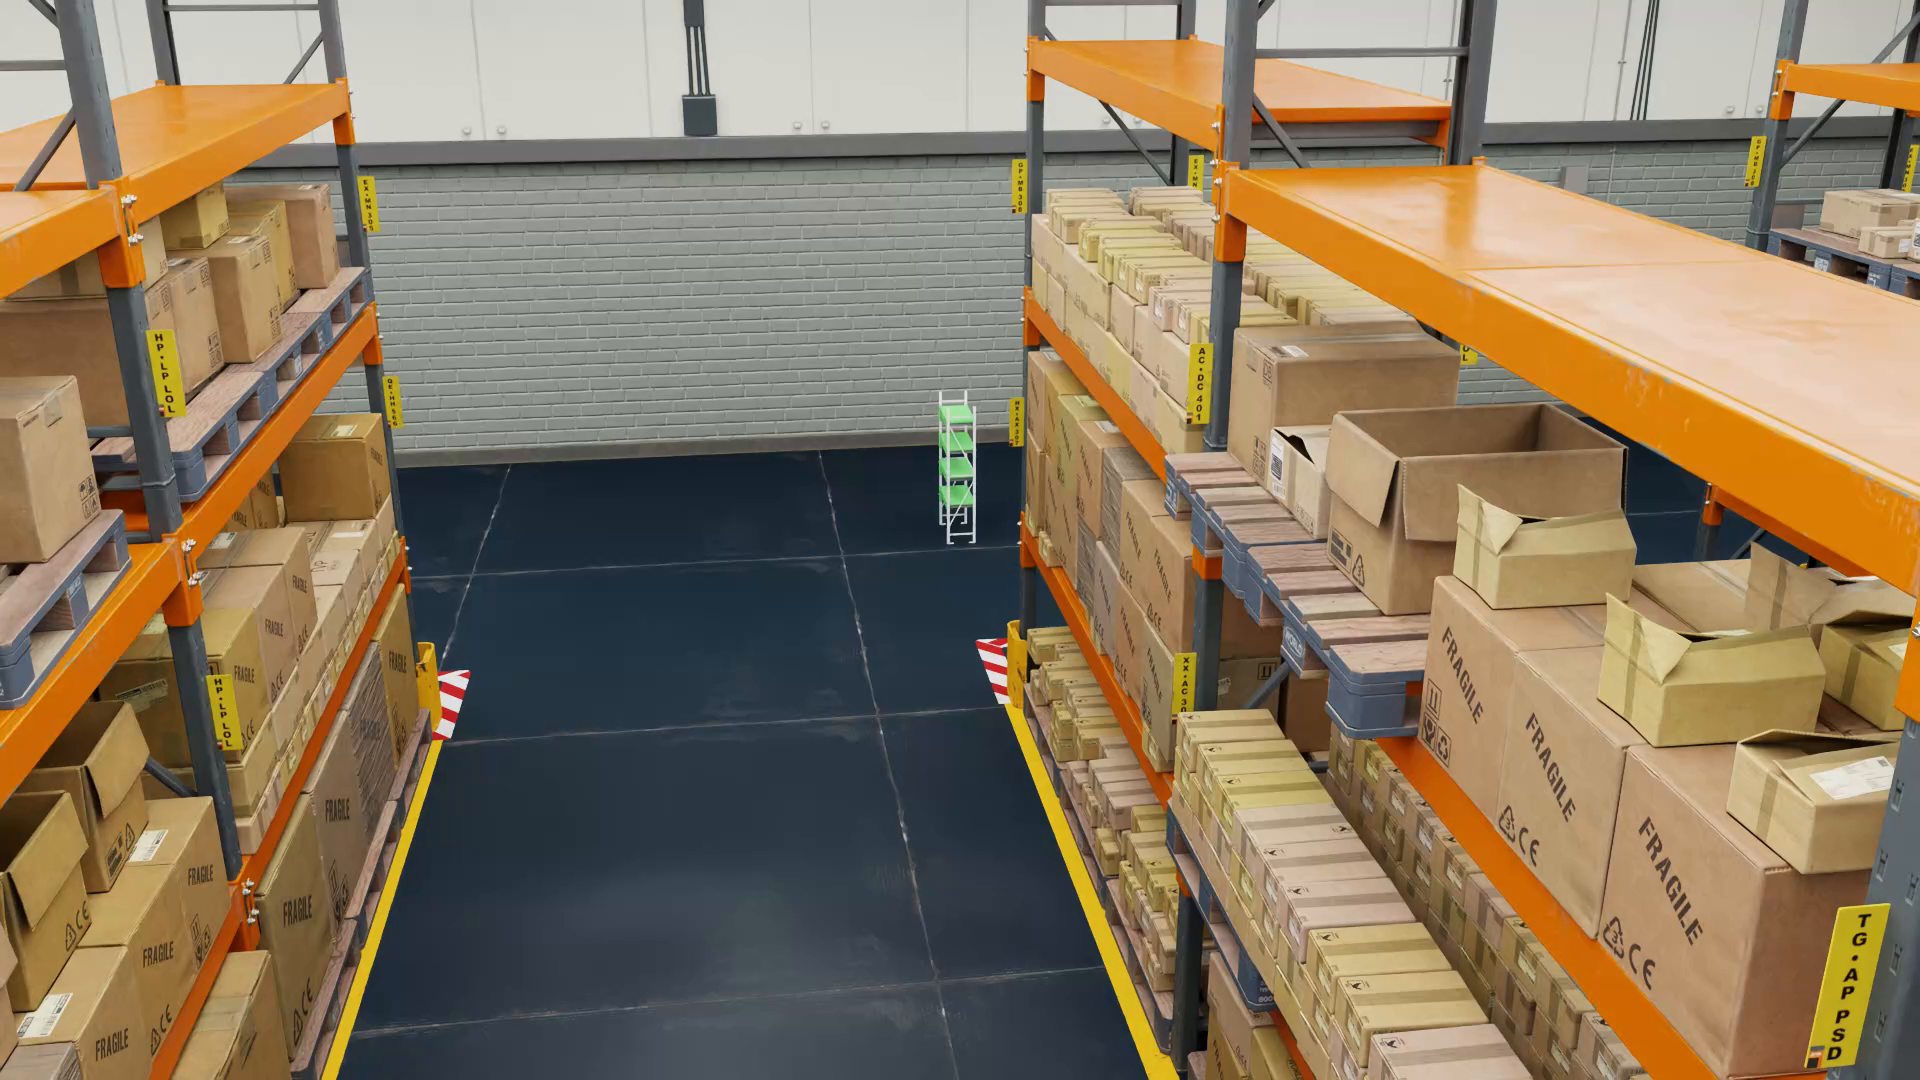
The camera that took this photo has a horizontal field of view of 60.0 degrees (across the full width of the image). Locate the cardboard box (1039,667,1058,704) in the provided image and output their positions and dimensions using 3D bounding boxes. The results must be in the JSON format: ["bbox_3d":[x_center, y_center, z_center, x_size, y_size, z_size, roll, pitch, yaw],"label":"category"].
[{"bbox_3d":[0.712,0.909,10.544,0.380,0.149,0.250,-3,21,-8],"label":"cardboard box"}]

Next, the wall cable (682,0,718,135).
[{"bbox_3d":[-1.421,-6.616,14.471,2.277,5.999,0.120,-3,21,-8],"label":"wall cable"}]

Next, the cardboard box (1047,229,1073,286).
[{"bbox_3d":[0.789,-1.605,9.440,0.500,0.250,0.500,-3,21,-8],"label":"cardboard box"}]

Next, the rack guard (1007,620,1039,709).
[{"bbox_3d":[0.917,0.815,11.319,1.175,0.500,0.348,-3,21,-8],"label":"rack guard"}]

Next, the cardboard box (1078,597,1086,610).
[{"bbox_3d":[0.888,0.311,9.455,0.380,0.149,0.250,-3,21,-9],"label":"cardboard box"}]

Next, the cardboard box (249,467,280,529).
[{"bbox_3d":[-4.142,-0.234,9.274,0.500,0.500,0.500,-3,21,-9],"label":"cardboard box"}]

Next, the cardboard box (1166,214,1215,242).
[{"bbox_3d":[1.344,-1.682,9.075,0.380,0.149,0.250,-3,21,-9],"label":"cardboard box"}]

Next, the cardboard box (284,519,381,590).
[{"bbox_3d":[-3.611,0.094,9.467,0.500,0.250,0.500,-3,21,-9],"label":"cardboard box"}]

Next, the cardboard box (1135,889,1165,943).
[{"bbox_3d":[1.072,1.816,8.116,0.380,0.149,0.250,-4,21,-10],"label":"cardboard box"}]

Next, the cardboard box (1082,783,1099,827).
[{"bbox_3d":[0.901,1.489,9.416,0.380,0.149,0.250,-3,21,-8],"label":"cardboard box"}]

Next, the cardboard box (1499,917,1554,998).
[{"bbox_3d":[1.961,1.319,5.307,0.380,0.149,0.250,-3,21,-9],"label":"cardboard box"}]

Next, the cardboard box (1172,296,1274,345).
[{"bbox_3d":[1.119,-0.939,7.085,0.380,0.149,0.250,-2,21,-6],"label":"cardboard box"}]

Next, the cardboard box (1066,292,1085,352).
[{"bbox_3d":[0.877,-1.188,9.038,0.500,0.250,0.500,-4,21,-10],"label":"cardboard box"}]

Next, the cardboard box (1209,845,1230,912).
[{"bbox_3d":[1.163,1.266,6.299,0.380,0.149,0.250,-3,21,-7],"label":"cardboard box"}]

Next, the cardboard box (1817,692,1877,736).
[{"bbox_3d":[2.161,0.552,4.022,0.500,0.500,0.500,-3,21,-8],"label":"cardboard box"}]

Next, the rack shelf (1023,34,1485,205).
[{"bbox_3d":[1.195,-2.161,8.175,1.077,0.370,4.000,-3,21,-8],"label":"rack shelf"}]

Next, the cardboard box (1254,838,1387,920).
[{"bbox_3d":[1.236,1.165,5.719,0.380,0.149,0.250,-3,21,-8],"label":"cardboard box"}]

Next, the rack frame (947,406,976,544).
[{"bbox_3d":[0.011,-0.535,13.933,0.240,1.200,0.015,-3,21,-8],"label":"rack frame"}]

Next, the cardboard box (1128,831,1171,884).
[{"bbox_3d":[1.055,1.581,8.321,0.380,0.149,0.250,-3,21,-8],"label":"cardboard box"}]

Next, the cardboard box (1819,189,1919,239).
[{"bbox_3d":[5.944,-2.094,10.720,0.500,0.250,0.500,-5,21,-13],"label":"cardboard box"}]

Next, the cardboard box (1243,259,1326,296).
[{"bbox_3d":[1.532,-1.227,7.856,0.380,0.149,0.250,-4,21,-9],"label":"cardboard box"}]

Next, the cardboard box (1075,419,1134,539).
[{"bbox_3d":[0.917,-0.336,8.832,0.500,0.500,0.500,-4,21,-9],"label":"cardboard box"}]

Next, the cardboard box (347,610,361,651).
[{"bbox_3d":[-3.453,0.501,8.947,0.380,0.149,0.250,-3,21,-8],"label":"cardboard box"}]

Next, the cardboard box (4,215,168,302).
[{"bbox_3d":[-3.569,-1.155,6.776,0.500,0.250,0.500,-4,21,-11],"label":"cardboard box"}]

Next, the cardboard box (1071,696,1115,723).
[{"bbox_3d":[0.862,1.038,9.775,0.380,0.149,0.250,-2,21,-6],"label":"cardboard box"}]

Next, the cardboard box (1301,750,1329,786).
[{"bbox_3d":[1.766,1.006,7.595,0.380,0.149,0.250,-2,21,-6],"label":"cardboard box"}]

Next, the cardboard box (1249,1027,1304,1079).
[{"bbox_3d":[1.407,2.079,6.263,0.500,0.250,0.500,-2,21,-6],"label":"cardboard box"}]

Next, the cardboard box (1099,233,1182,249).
[{"bbox_3d":[0.922,-1.475,8.521,0.380,0.149,0.250,-2,21,-6],"label":"cardboard box"}]

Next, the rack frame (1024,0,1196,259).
[{"bbox_3d":[0.906,-3.192,9.902,1.000,3.000,0.127,-3,21,-8],"label":"rack frame"}]

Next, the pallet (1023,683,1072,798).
[{"bbox_3d":[0.999,1.234,10.612,1.003,0.211,1.213,-3,21,-8],"label":"pallet"}]

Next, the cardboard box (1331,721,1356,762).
[{"bbox_3d":[1.734,0.774,6.765,0.380,0.149,0.250,-2,21,-5],"label":"cardboard box"}]

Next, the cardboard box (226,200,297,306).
[{"bbox_3d":[-3.926,-1.484,8.730,0.700,0.500,0.500,-4,21,-10],"label":"cardboard box"}]

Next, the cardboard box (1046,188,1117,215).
[{"bbox_3d":[0.728,-2.014,9.965,0.380,0.149,0.250,-3,21,-8],"label":"cardboard box"}]

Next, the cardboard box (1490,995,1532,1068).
[{"bbox_3d":[1.966,1.594,5.419,0.380,0.149,0.250,-4,21,-10],"label":"cardboard box"}]

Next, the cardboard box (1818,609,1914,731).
[{"bbox_3d":[2.200,0.245,3.750,0.396,0.266,0.258,-3,21,-8],"label":"cardboard box"}]

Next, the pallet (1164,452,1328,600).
[{"bbox_3d":[1.467,-0.095,6.165,1.213,0.211,1.003,-3,21,-8],"label":"pallet"}]

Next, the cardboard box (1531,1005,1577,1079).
[{"bbox_3d":[2.002,1.546,5.123,0.380,0.149,0.250,-3,21,-8],"label":"cardboard box"}]

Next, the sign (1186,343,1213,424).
[{"bbox_3d":[0.947,-0.615,6.548,0.100,0.325,0.005,-3,21,-8],"label":"sign"}]

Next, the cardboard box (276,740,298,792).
[{"bbox_3d":[-3.230,1.034,7.519,0.380,0.149,0.250,-2,21,-6],"label":"cardboard box"}]

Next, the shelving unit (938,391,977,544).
[{"bbox_3d":[-0.024,-0.619,14.160,0.258,1.200,0.503,-3,21,-8],"label":"shelving unit"}]

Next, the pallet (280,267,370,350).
[{"bbox_3d":[-3.899,-1.274,9.180,1.003,0.211,1.213,-3,21,-8],"label":"pallet"}]

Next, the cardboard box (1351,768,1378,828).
[{"bbox_3d":[1.775,1.003,6.576,0.380,0.149,0.250,-3,21,-7],"label":"cardboard box"}]

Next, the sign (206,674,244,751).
[{"bbox_3d":[-2.904,0.682,6.562,0.100,0.325,0.005,-3,21,-8],"label":"sign"}]

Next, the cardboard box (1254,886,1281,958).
[{"bbox_3d":[1.241,1.306,5.765,0.380,0.149,0.250,-2,21,-6],"label":"cardboard box"}]

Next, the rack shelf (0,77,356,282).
[{"bbox_3d":[-3.728,-1.760,7.668,1.077,0.370,4.000,-3,21,-8],"label":"rack shelf"}]

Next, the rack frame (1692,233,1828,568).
[{"bbox_3d":[5.790,-0.667,11.714,1.000,3.000,0.127,-3,21,-8],"label":"rack frame"}]

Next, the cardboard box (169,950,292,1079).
[{"bbox_3d":[-3.328,2.237,6.376,1.225,0.875,0.875,-3,21,-8],"label":"cardboard box"}]

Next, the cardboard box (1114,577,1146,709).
[{"bbox_3d":[1.060,0.484,8.066,0.500,0.500,0.500,-3,21,-9],"label":"cardboard box"}]

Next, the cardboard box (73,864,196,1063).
[{"bbox_3d":[-3.038,1.491,5.794,0.500,0.500,0.500,-2,21,-6],"label":"cardboard box"}]

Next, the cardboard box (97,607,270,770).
[{"bbox_3d":[-3.256,0.619,6.989,0.500,0.500,0.500,-3,21,-8],"label":"cardboard box"}]

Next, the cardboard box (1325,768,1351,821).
[{"bbox_3d":[1.736,1.051,6.873,0.380,0.149,0.250,-3,21,-9],"label":"cardboard box"}]
